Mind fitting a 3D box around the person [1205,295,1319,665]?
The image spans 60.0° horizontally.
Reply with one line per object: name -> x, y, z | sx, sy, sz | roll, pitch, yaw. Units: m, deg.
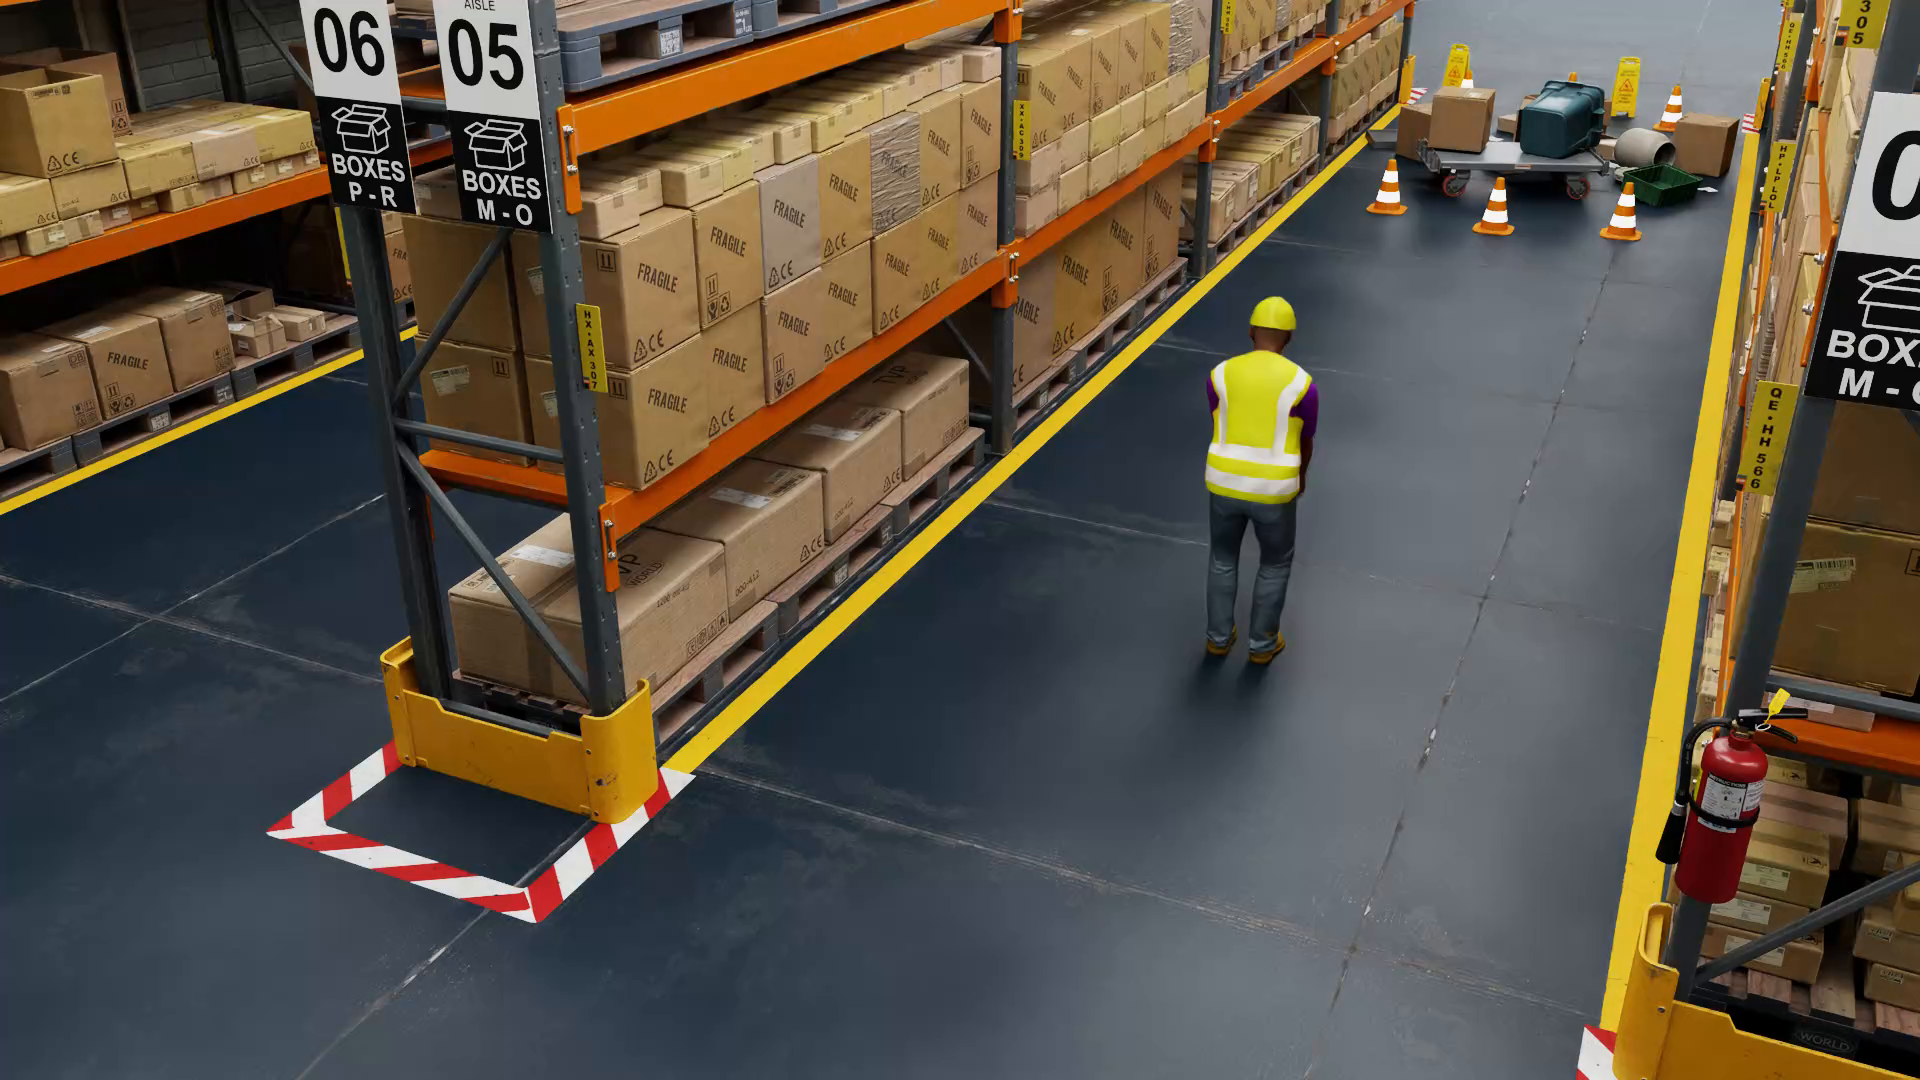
person -> 1.367, -0.273, 7.699 | 0.498, 1.717, 0.616 | 11, 28, 21
